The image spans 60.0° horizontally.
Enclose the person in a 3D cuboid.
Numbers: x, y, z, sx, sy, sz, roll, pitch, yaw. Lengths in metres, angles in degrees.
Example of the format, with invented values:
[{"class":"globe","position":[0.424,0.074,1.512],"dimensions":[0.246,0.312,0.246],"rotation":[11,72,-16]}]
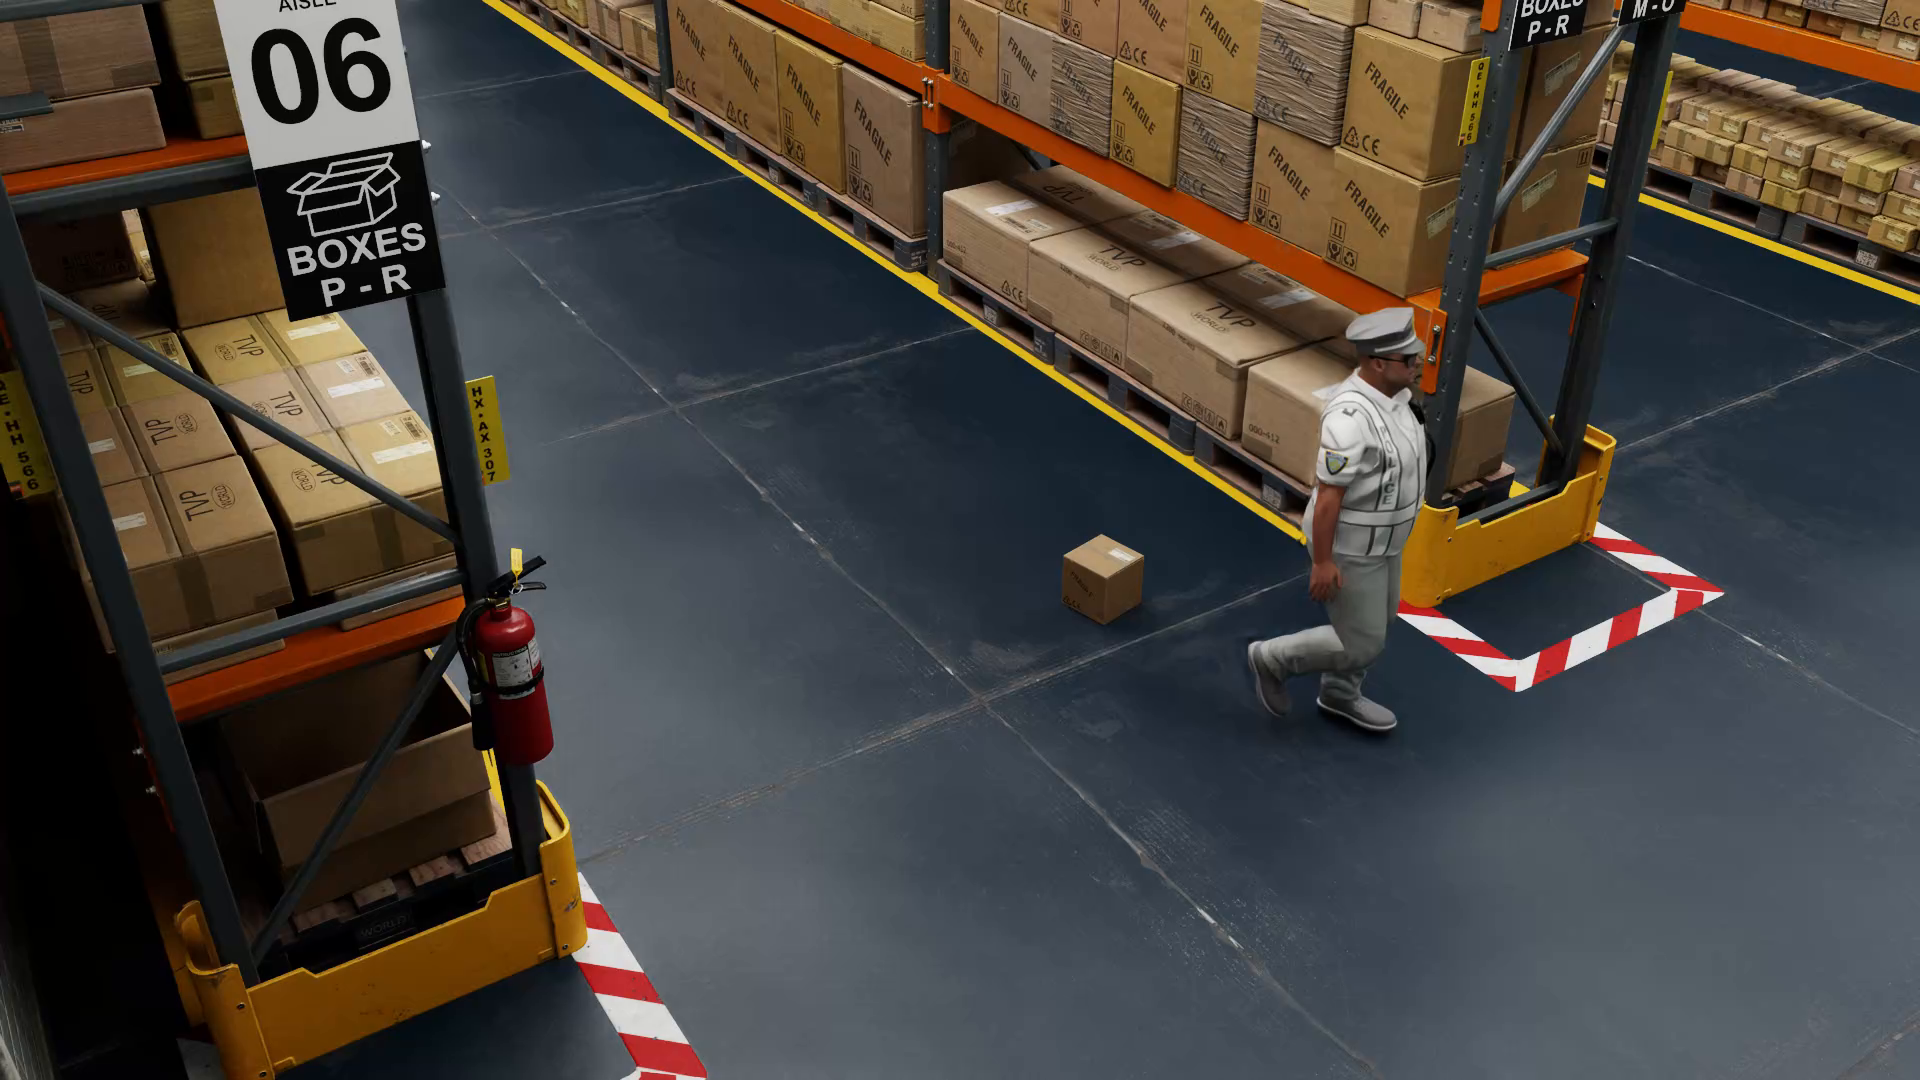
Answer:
[{"class":"person","position":[1.514,-0.016,6.097],"dimensions":[0.487,1.780,0.571],"rotation":[18,37,26]}]
